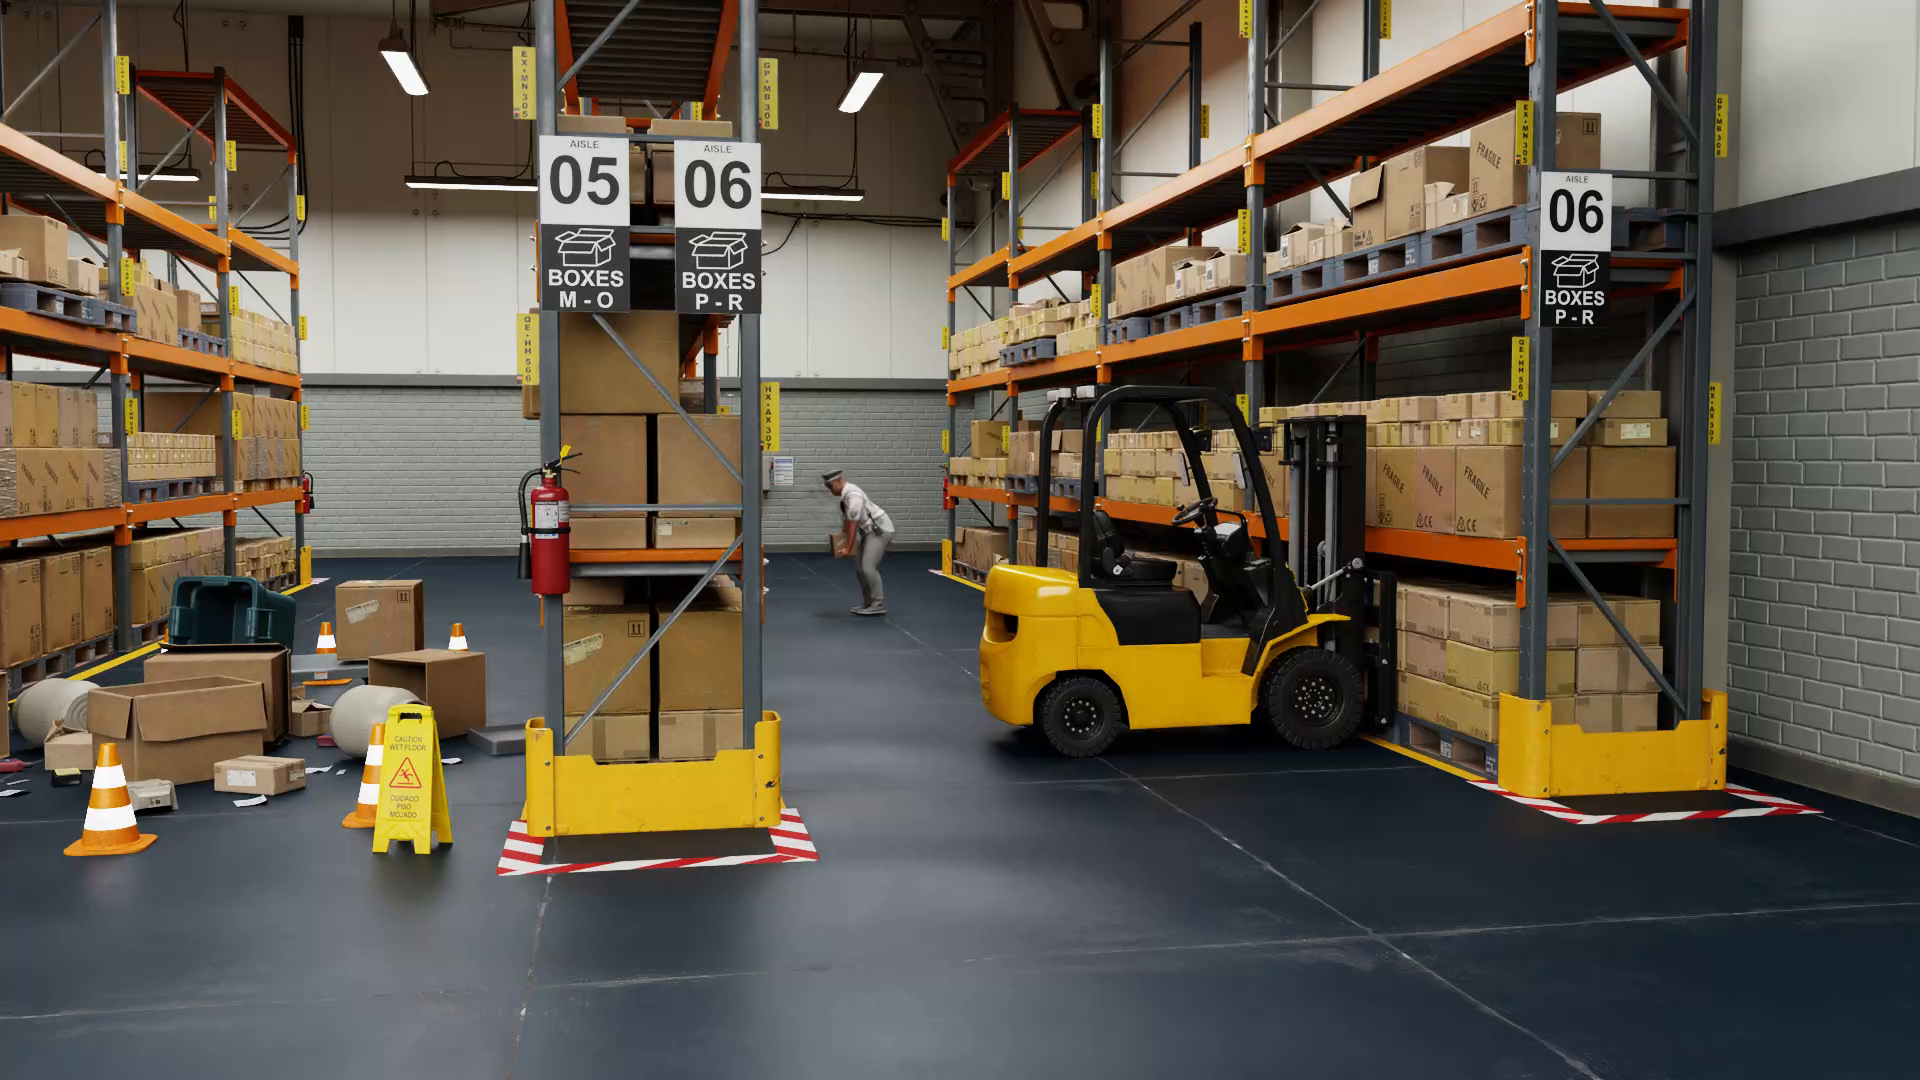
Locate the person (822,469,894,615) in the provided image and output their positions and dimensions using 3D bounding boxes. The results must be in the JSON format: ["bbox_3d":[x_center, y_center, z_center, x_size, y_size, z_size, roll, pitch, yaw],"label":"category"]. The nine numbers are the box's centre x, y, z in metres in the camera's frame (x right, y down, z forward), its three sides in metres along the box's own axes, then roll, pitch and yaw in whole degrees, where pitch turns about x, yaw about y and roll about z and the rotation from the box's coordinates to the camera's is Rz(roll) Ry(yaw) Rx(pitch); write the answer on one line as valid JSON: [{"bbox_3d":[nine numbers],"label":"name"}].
[{"bbox_3d":[-1.122,0.020,18.260,0.793,1.591,0.467,-1,3,-13],"label":"person"}]
